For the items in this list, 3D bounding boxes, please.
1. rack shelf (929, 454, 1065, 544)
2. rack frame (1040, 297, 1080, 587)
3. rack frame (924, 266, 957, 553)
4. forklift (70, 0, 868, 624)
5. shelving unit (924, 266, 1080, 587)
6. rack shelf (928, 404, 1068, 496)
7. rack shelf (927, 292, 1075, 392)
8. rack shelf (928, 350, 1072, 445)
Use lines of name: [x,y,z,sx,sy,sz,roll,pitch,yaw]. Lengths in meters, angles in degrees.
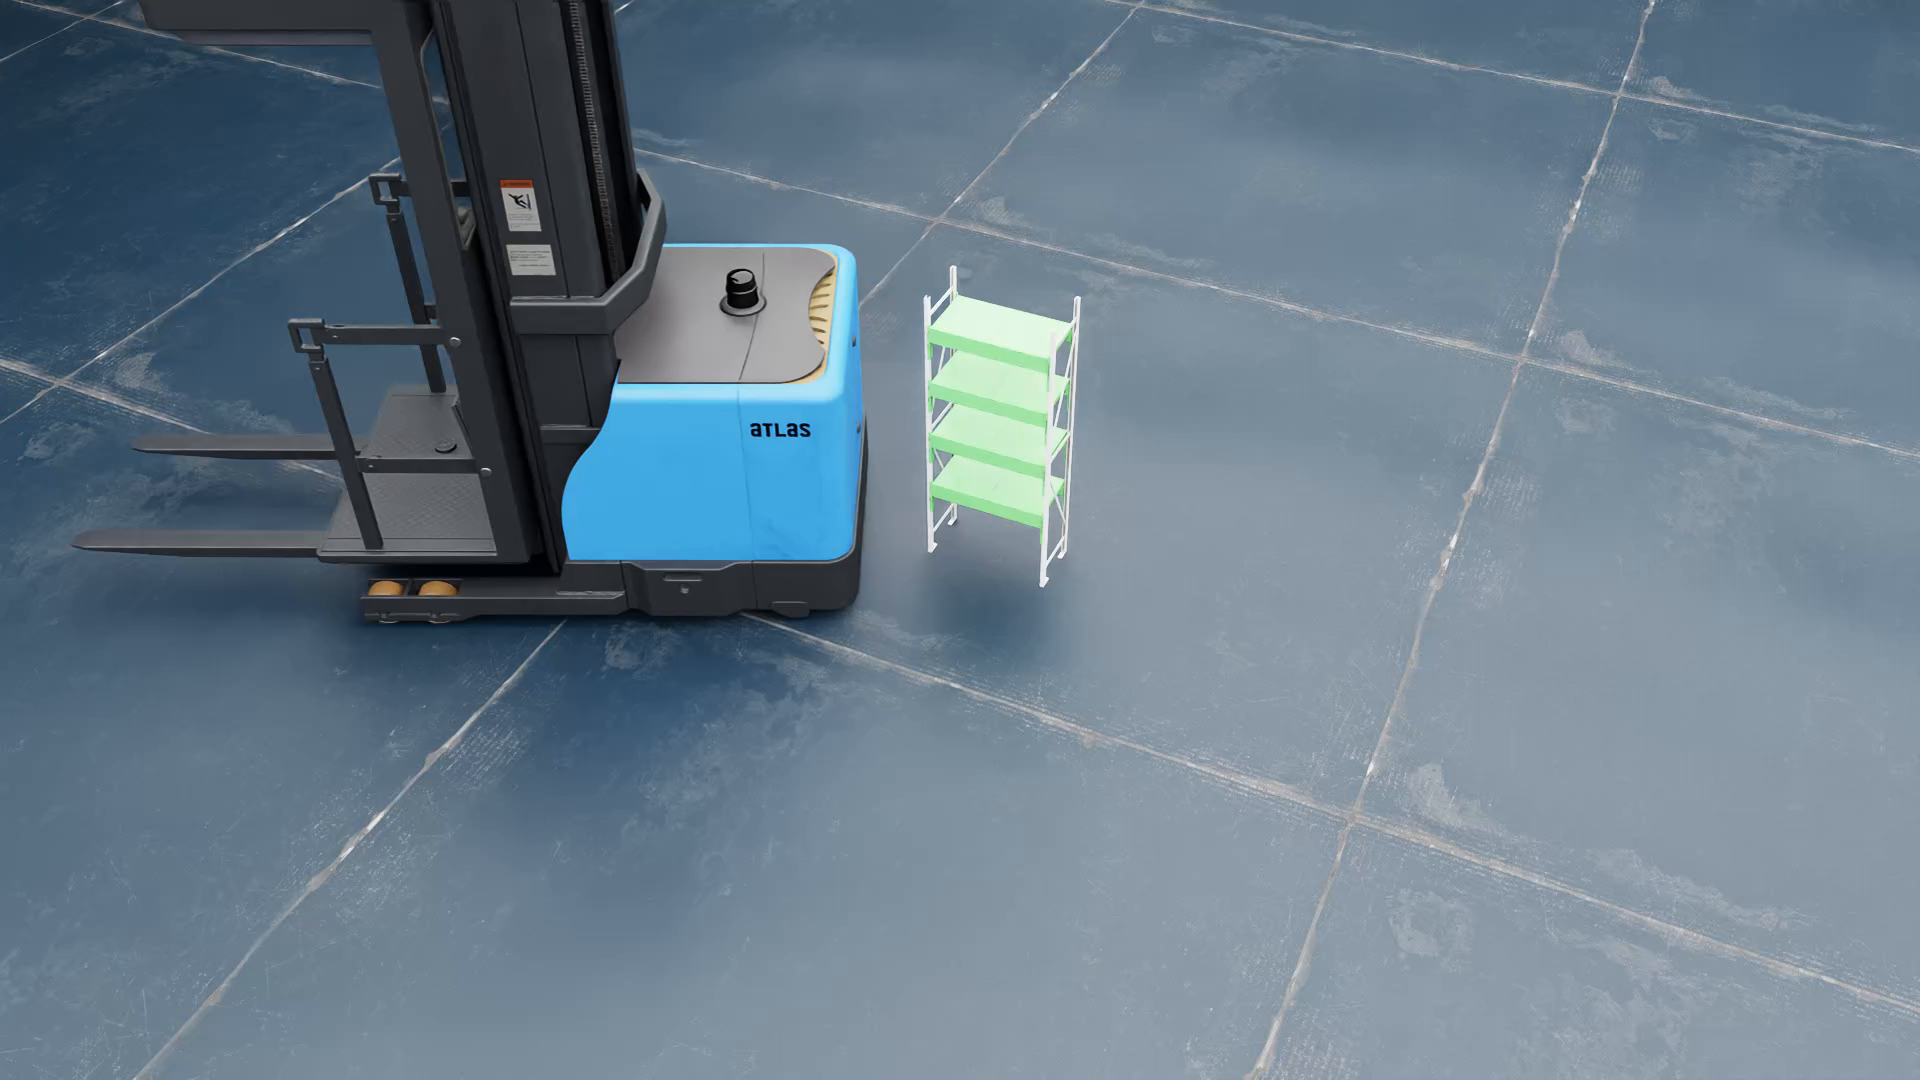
rack shelf: [0.150,-0.178,6.503,0.480,0.148,0.258,17,44,19]
rack frame: [0.371,-0.340,6.226,0.015,1.200,0.240,17,44,19]
rack frame: [-0.071,-0.475,6.382,0.015,1.200,0.240,17,44,19]
forklift: [-1.905,-1.135,5.821,3.031,2.935,1.130,0,41,0]
shelving unit: [0.150,-0.408,6.304,0.503,1.200,0.258,17,44,19]
rack shelf: [0.150,-0.359,6.346,0.480,0.148,0.258,17,44,19]
rack shelf: [0.150,-0.722,6.032,0.480,0.148,0.258,17,44,19]
rack shelf: [0.150,-0.541,6.189,0.480,0.148,0.258,17,44,19]
